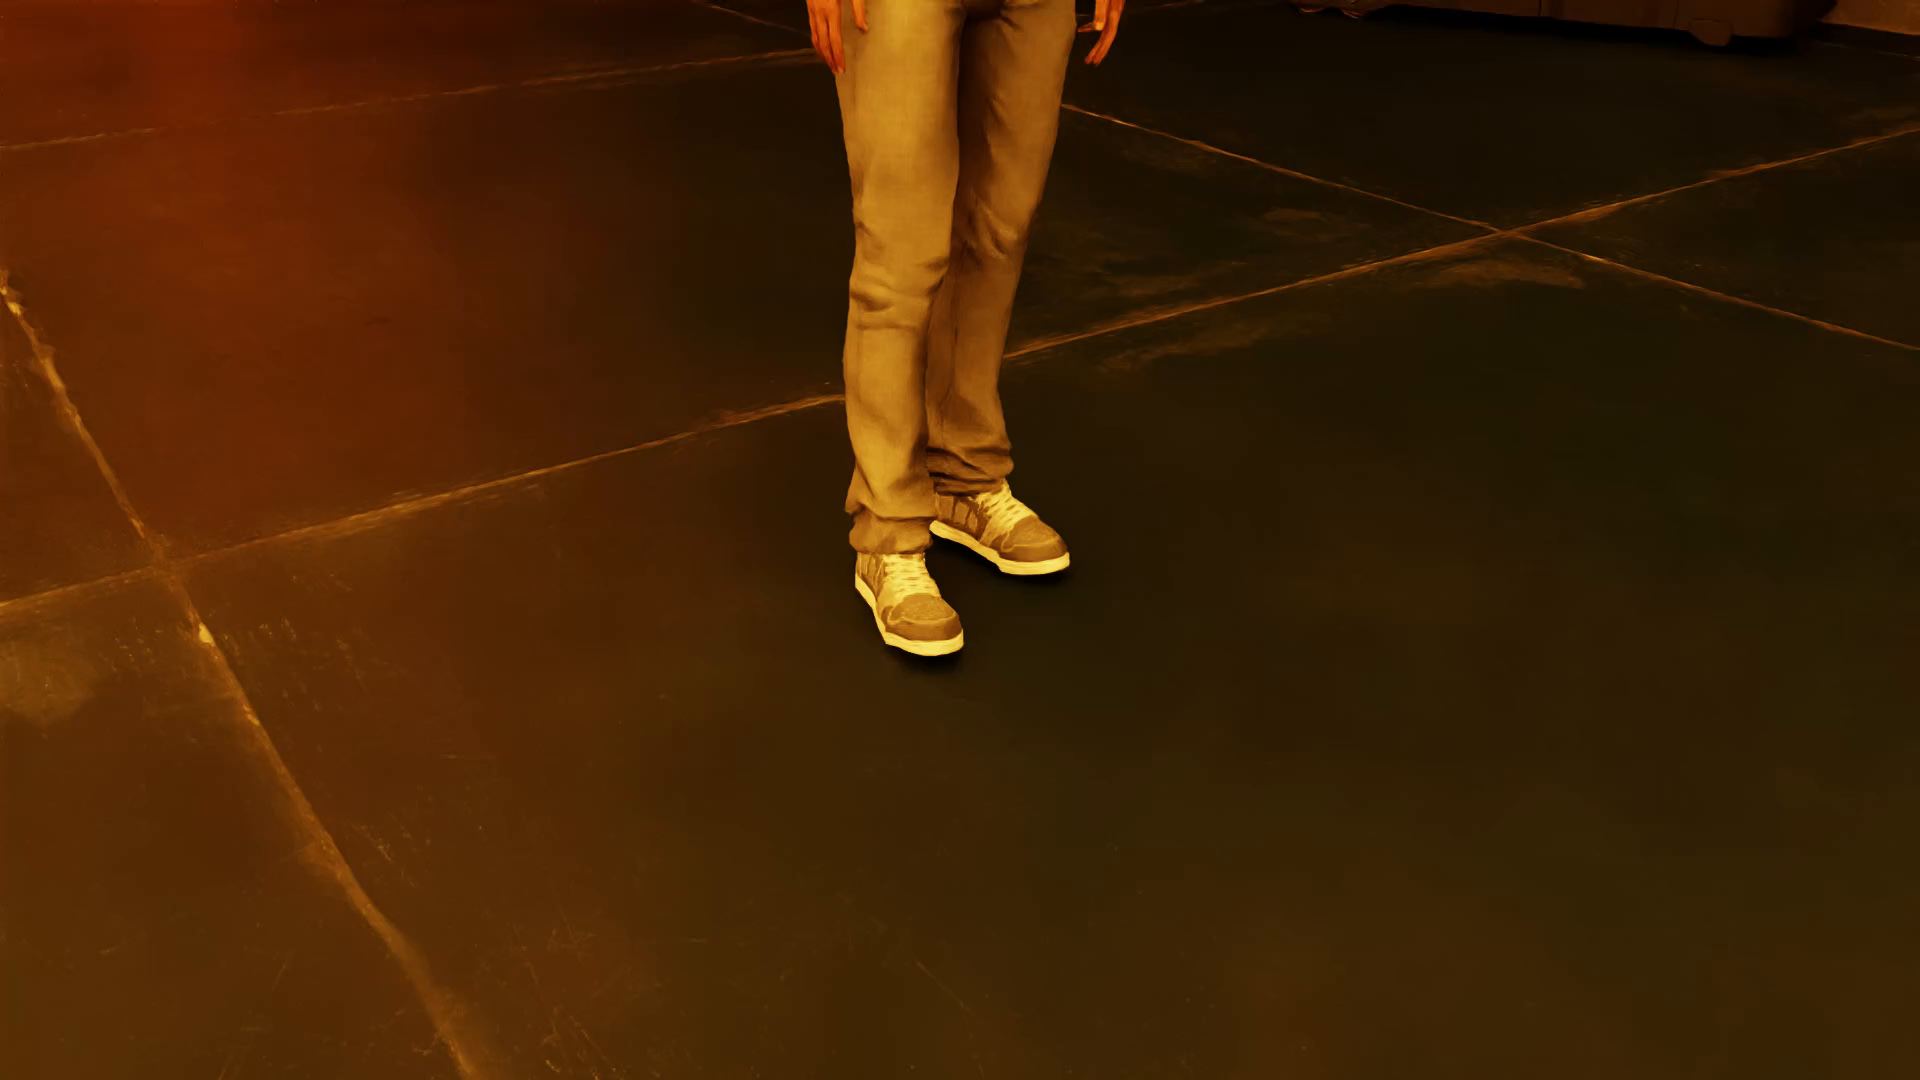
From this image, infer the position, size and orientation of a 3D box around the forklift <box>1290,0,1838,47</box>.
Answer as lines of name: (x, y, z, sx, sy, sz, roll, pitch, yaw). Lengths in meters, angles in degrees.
forklift: (1.959, -3.582, 6.371, 3.031, 2.935, 1.130, 17, 32, 31)

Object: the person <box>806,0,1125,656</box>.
person: (0.031, -0.689, 2.077, 0.521, 1.597, 0.474, -17, 31, -31)
